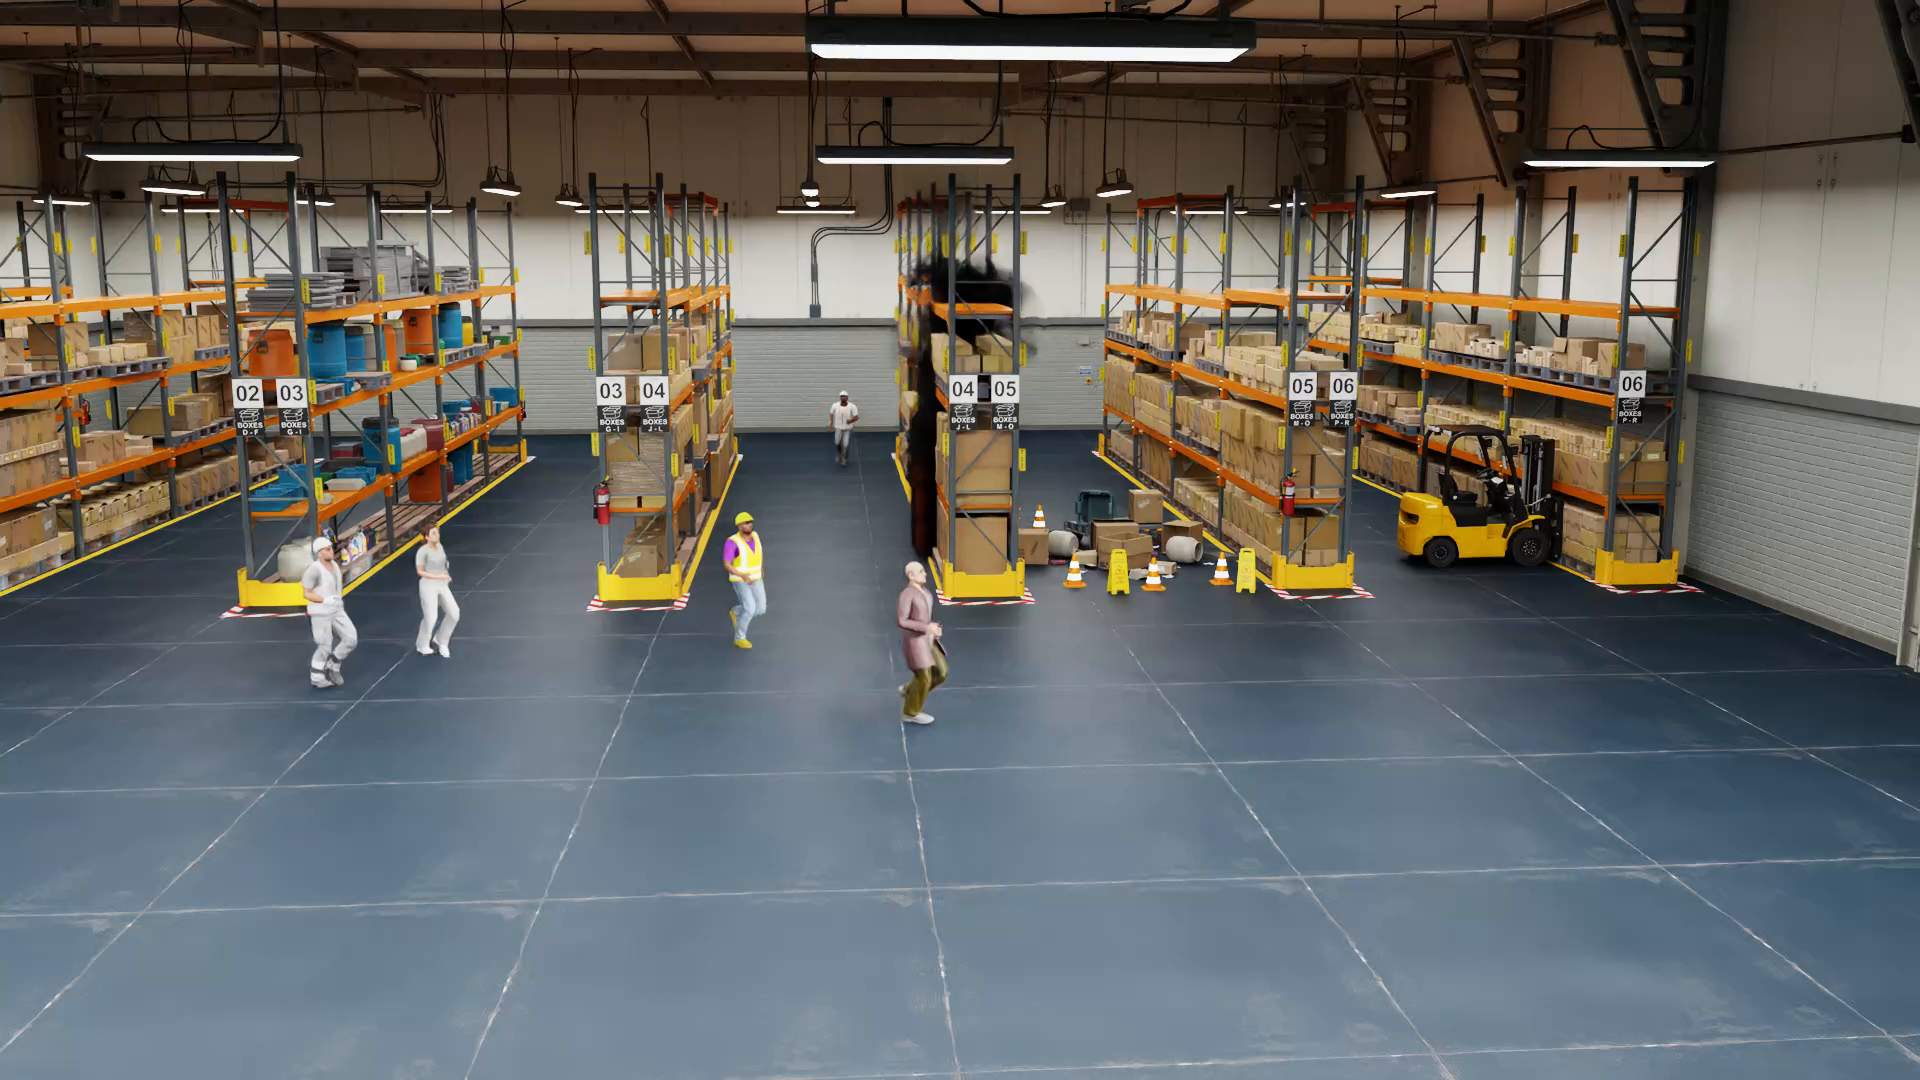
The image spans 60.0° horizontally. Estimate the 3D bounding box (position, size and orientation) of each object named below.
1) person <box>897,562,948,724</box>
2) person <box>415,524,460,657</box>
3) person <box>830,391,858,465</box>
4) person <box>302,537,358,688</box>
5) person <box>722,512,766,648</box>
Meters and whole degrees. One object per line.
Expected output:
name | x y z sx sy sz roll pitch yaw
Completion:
person | -0.391 1.083 17.542 0.649 1.730 0.702 4 11 24
person | -6.426 0.630 20.415 0.681 1.688 0.582 6 11 29
person | -2.688 -2.573 38.297 0.693 1.723 0.588 1 10 4
person | -7.158 0.833 18.882 0.652 1.754 0.635 4 11 23
person | -2.706 0.494 20.998 0.659 1.728 0.713 8 13 39
